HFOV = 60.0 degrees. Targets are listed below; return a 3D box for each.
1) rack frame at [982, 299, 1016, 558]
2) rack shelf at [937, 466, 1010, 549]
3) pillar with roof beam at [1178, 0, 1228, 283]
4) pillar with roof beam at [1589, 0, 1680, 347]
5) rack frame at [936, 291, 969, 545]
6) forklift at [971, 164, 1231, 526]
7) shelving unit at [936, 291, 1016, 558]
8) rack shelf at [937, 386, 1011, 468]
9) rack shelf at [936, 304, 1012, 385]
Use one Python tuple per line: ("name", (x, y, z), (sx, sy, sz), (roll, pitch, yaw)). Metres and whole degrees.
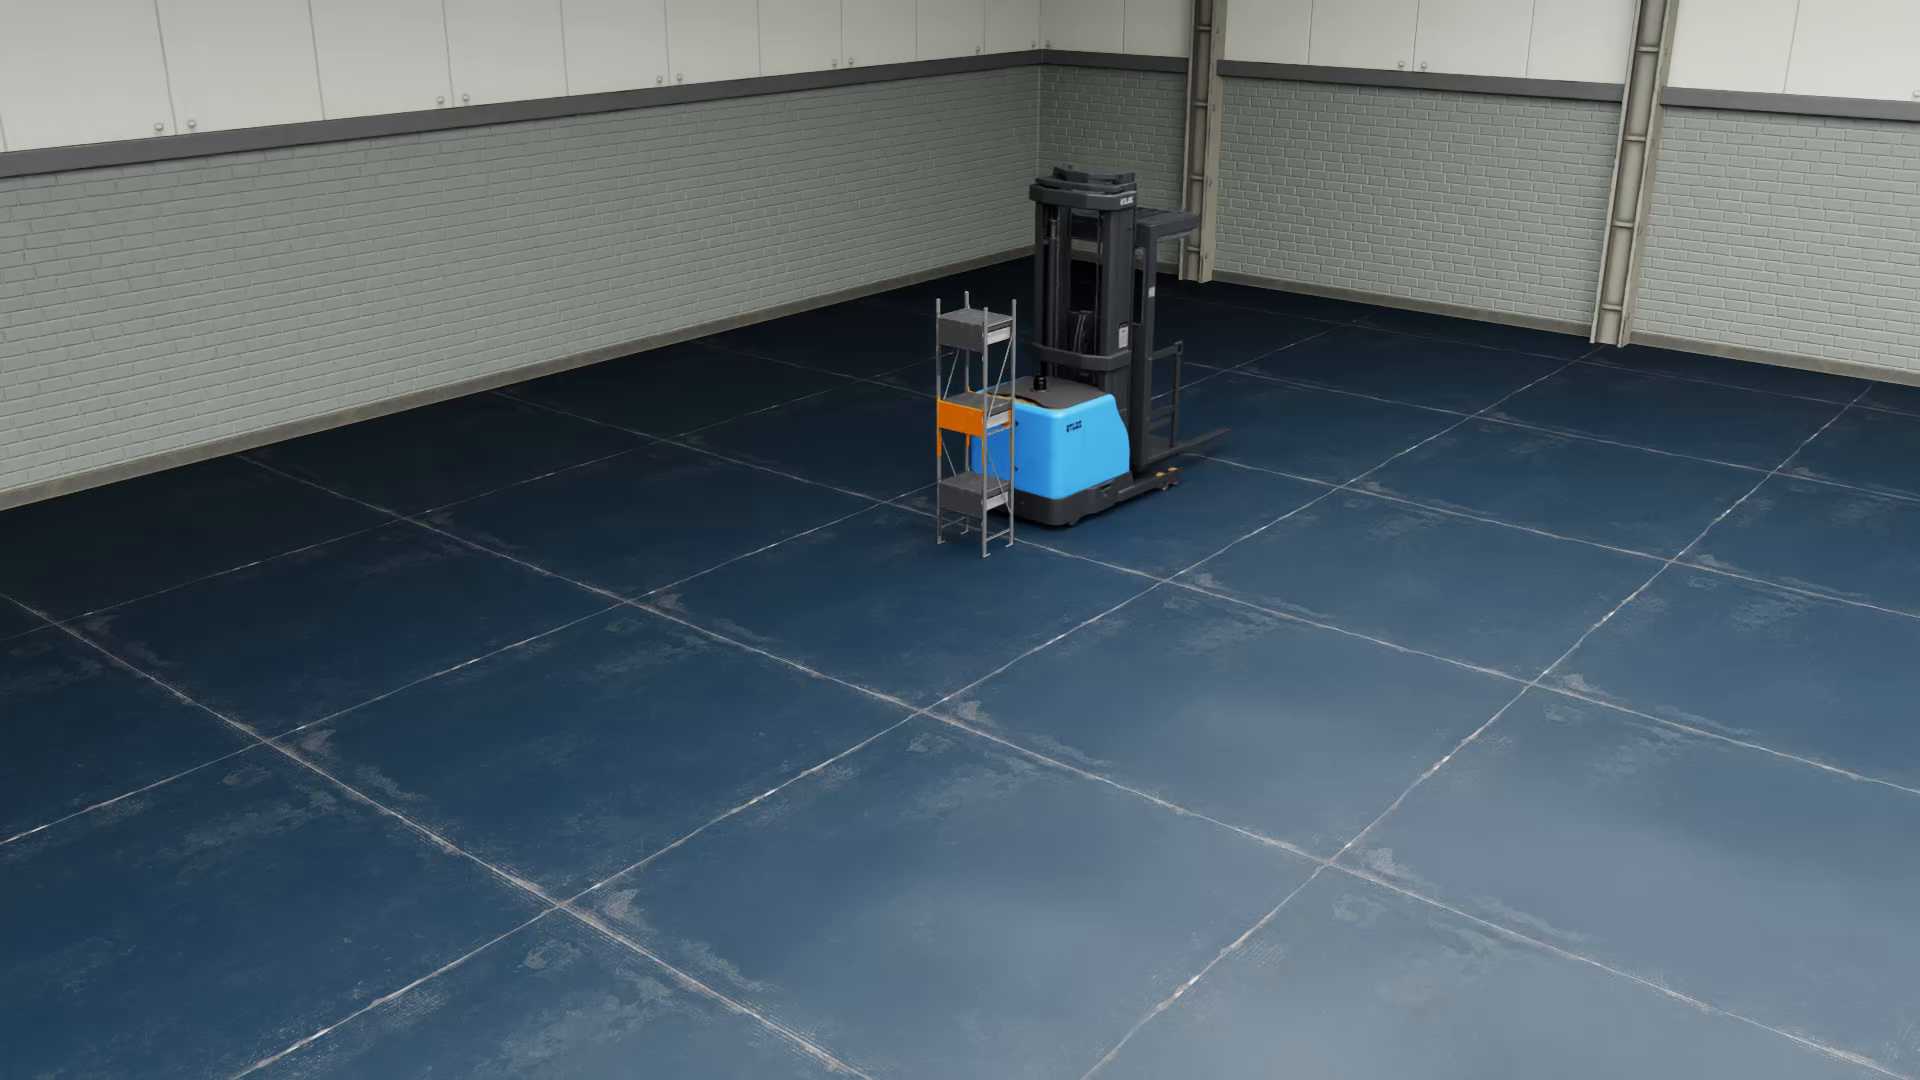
("rack frame", (0.317, -0.891, 13.555), (0.015, 2.100, 0.400), (16, 26, 36))
("rack shelf", (0.128, -0.278, 13.952), (0.480, 0.518, 0.431), (16, 26, 36))
("pillar with roof beam", (0.708, -6.828, 19.521), (0.400, 9.000, 9.100), (16, 26, 36))
("pillar with roof beam", (5.356, -5.489, 15.971), (0.400, 9.000, 9.100), (16, 26, 36))
("rack frame", (-0.061, -1.000, 13.844), (0.015, 2.100, 0.400), (16, 26, 36))
("forklift", (1.431, -1.936, 15.149), (1.130, 2.935, 3.031), (17, 27, 38))
("shelving unit", (0.128, -0.946, 13.700), (0.503, 2.100, 0.431), (16, 26, 36))
("rack shelf", (0.128, -0.933, 13.705), (0.480, 0.518, 0.431), (16, 26, 36))
("rack shelf", (0.128, -1.588, 13.458), (0.480, 0.518, 0.431), (16, 26, 36))
